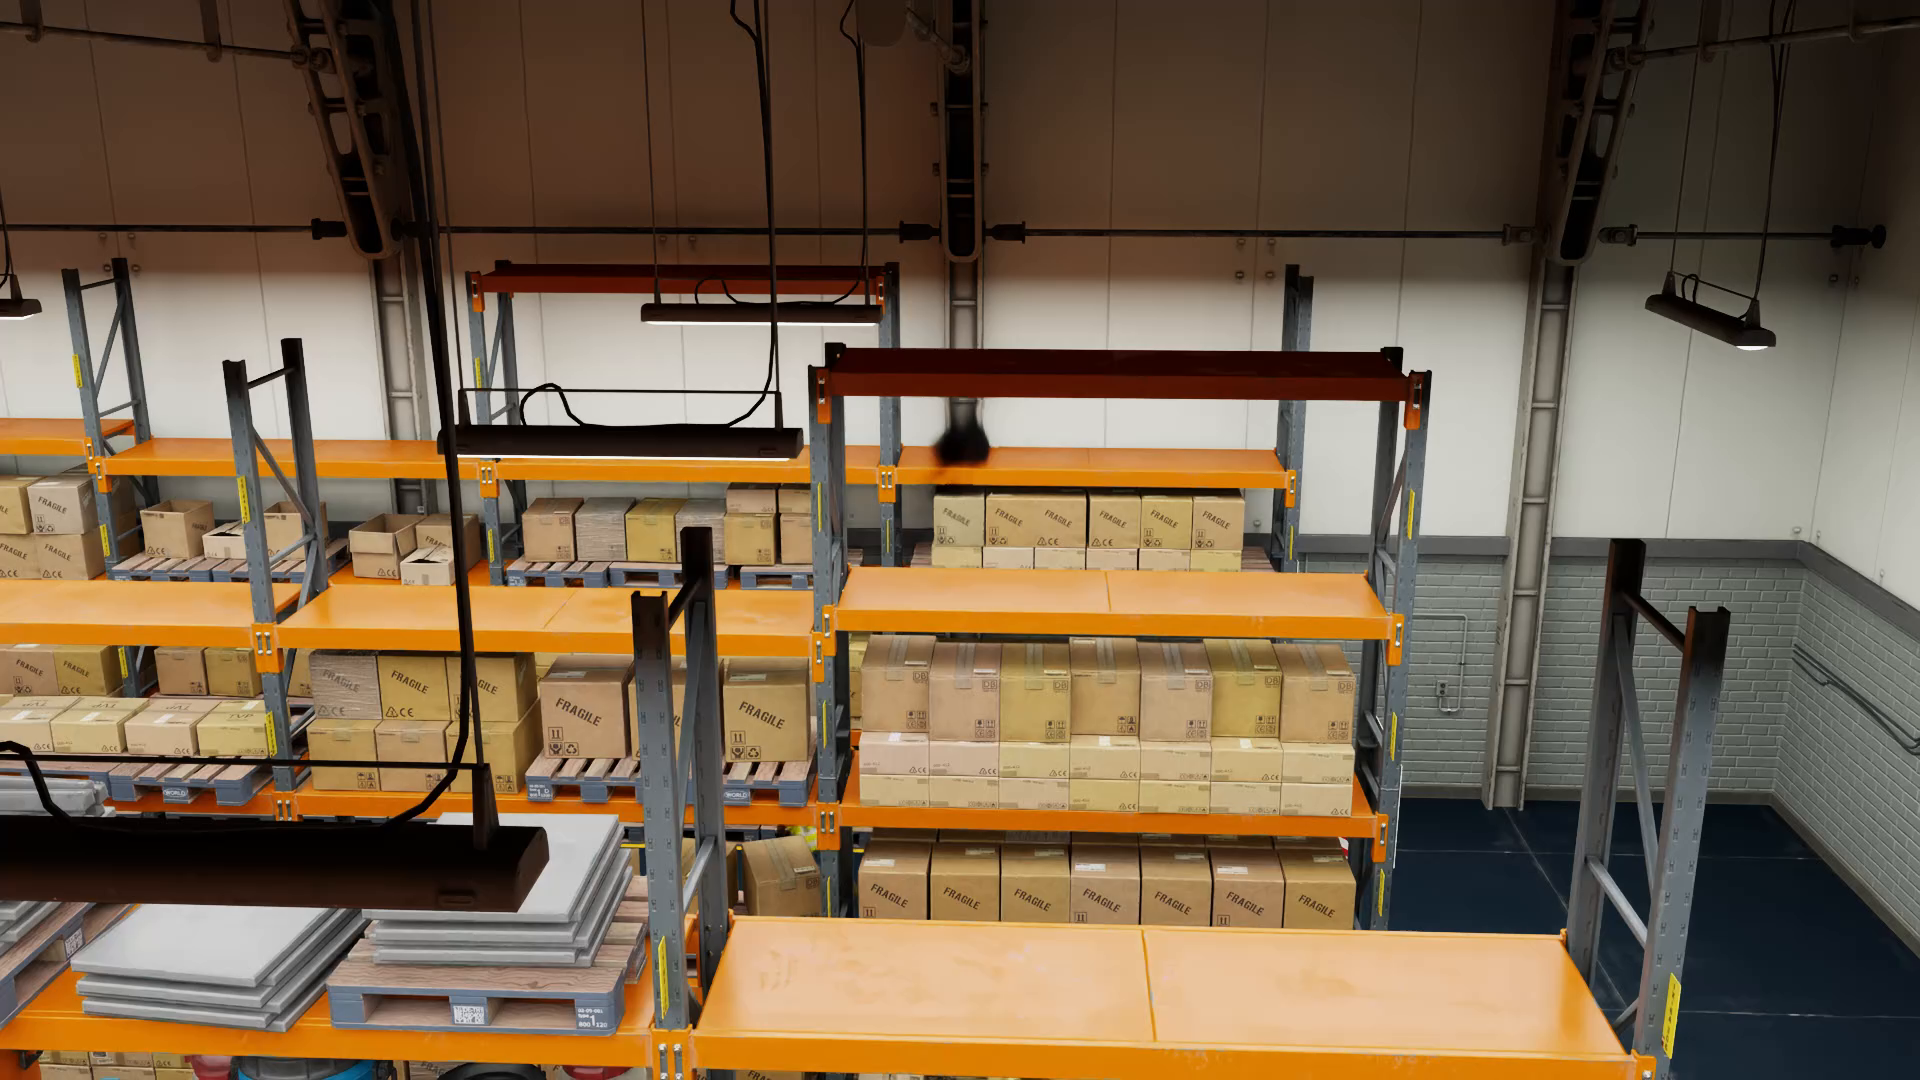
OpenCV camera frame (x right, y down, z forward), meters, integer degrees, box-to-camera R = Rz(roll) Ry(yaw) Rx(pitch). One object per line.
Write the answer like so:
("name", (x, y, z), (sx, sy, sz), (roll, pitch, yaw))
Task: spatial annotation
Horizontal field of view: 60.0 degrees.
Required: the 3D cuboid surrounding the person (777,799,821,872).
("person", (-1.444, 2.845, 15.895), (0.539, 1.672, 0.794), (9, 19, 29))
